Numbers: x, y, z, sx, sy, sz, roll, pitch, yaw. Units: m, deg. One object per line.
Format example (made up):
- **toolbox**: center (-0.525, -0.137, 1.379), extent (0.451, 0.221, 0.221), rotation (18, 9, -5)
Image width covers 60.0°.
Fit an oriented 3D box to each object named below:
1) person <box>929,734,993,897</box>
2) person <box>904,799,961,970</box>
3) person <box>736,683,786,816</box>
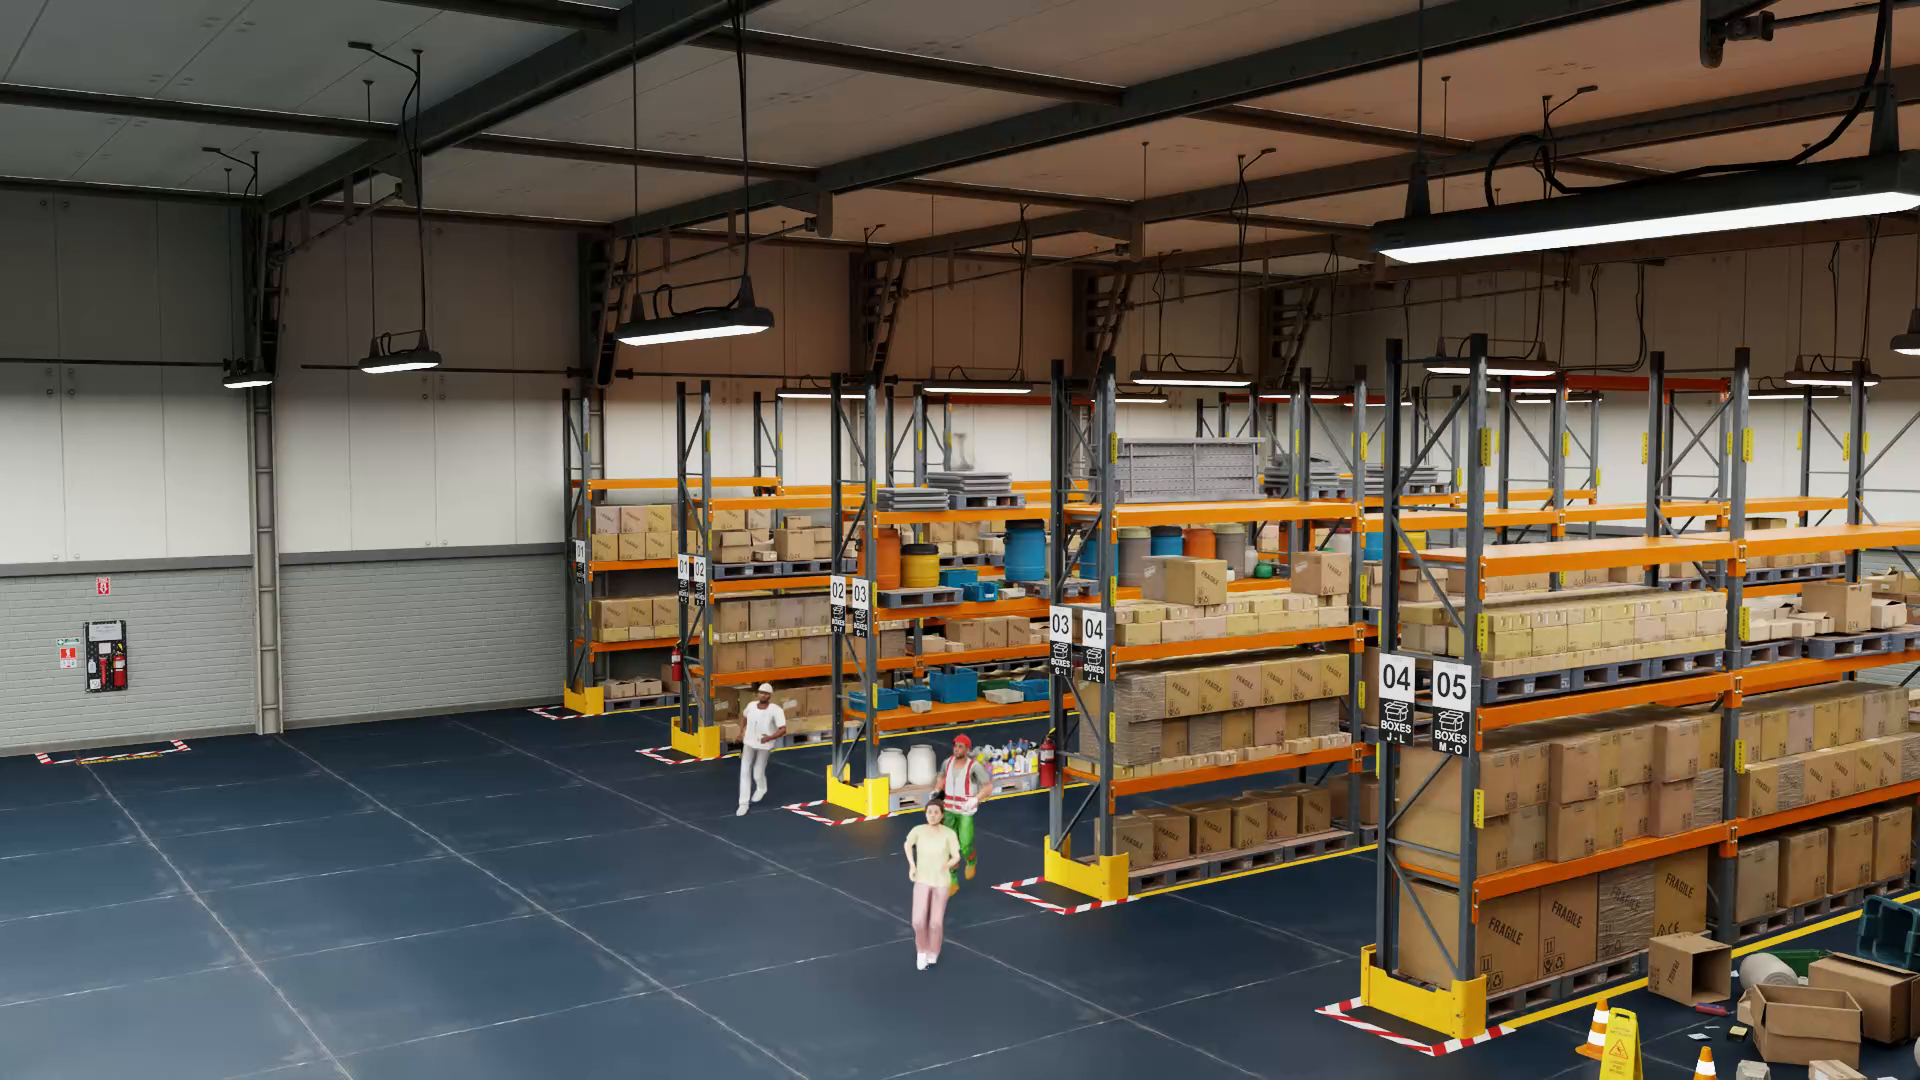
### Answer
- **person**: center (0.019, 3.087, 18.834), extent (0.711, 1.788, 0.778), rotation (2, 4, 28)
- **person**: center (-0.271, 3.347, 15.960), extent (0.554, 1.576, 0.632), rotation (0, 4, 3)
- **person**: center (-2.746, 2.829, 22.735), extent (0.743, 1.750, 0.875), rotation (1, 4, 14)
